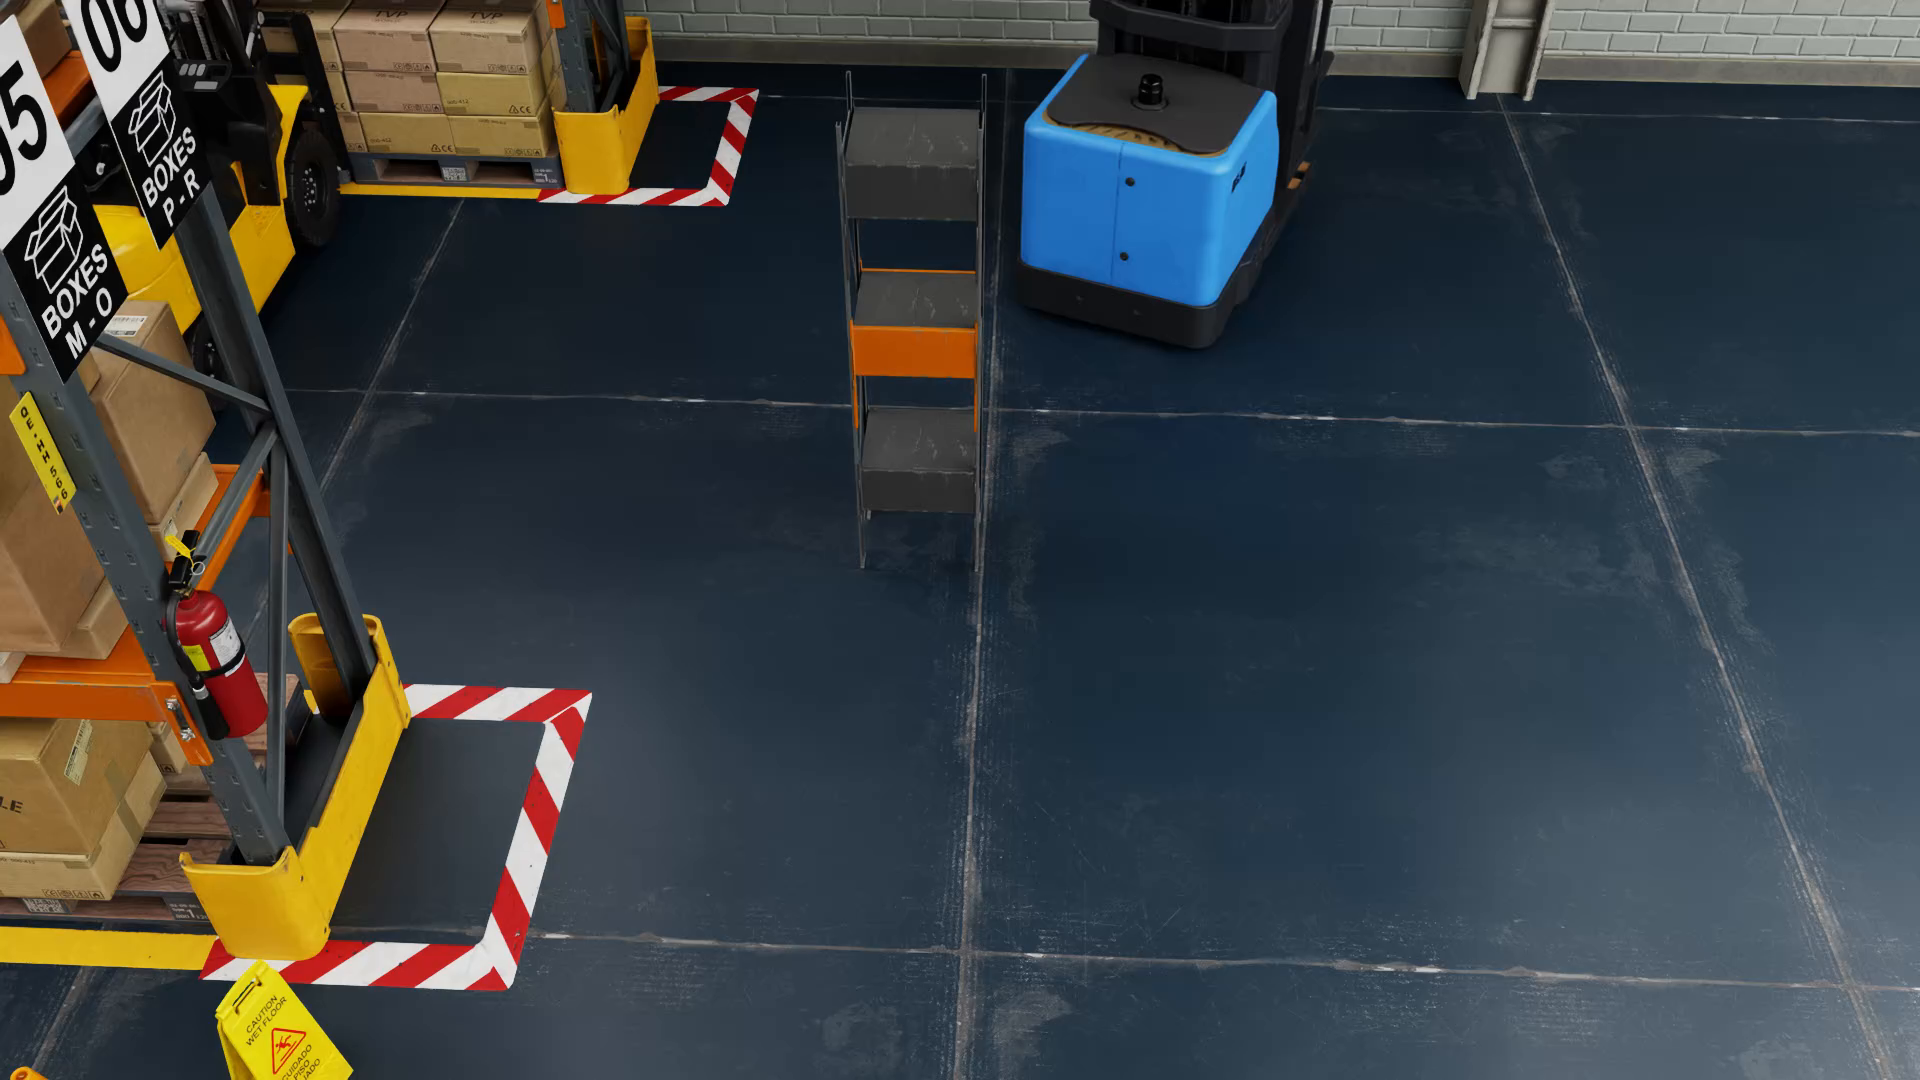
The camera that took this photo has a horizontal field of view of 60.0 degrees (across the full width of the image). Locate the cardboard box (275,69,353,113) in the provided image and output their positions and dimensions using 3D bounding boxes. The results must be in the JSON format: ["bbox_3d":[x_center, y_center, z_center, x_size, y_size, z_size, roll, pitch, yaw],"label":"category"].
[{"bbox_3d":[-3.566,-2.591,9.173,0.500,0.250,0.500,1,43,1],"label":"cardboard box"}]

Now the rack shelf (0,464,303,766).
[{"bbox_3d":[-4.266,0.148,5.419,4.000,0.370,1.077,2,43,2],"label":"rack shelf"}]

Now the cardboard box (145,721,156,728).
[{"bbox_3d":[-3.086,0.310,5.875,0.500,0.500,0.500,0,43,0],"label":"cardboard box"}]

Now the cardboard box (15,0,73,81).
[{"bbox_3d":[-2.585,-1.291,4.419,0.250,0.149,0.380,2,43,2],"label":"cardboard box"}]

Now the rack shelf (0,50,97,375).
[{"bbox_3d":[-4.266,-0.950,4.396,4.000,0.370,1.077,2,43,2],"label":"rack shelf"}]

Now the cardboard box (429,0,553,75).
[{"bbox_3d":[-2.523,-2.750,8.976,0.500,0.250,0.500,3,43,3],"label":"cardboard box"}]

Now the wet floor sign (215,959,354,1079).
[{"bbox_3d":[-2.127,1.542,5.122,0.232,0.644,0.267,16,45,16],"label":"wet floor sign"}]

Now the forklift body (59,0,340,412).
[{"bbox_3d":[-4.025,-1.940,7.754,1.214,2.155,2.313,2,43,2],"label":"forklift body"}]

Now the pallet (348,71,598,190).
[{"bbox_3d":[-2.814,-2.409,9.681,1.213,0.211,1.003,2,43,2],"label":"pallet"}]

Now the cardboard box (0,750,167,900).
[{"bbox_3d":[-3.112,0.956,5.733,0.500,0.250,0.500,2,43,2],"label":"cardboard box"}]

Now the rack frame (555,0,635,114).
[{"bbox_3d":[-2.049,-3.434,8.736,0.127,3.000,1.000,2,43,2],"label":"rack frame"}]

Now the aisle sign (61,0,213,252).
[{"bbox_3d":[-2.193,-1.215,4.446,0.004,0.787,0.394,2,43,2],"label":"aisle sign"}]

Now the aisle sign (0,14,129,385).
[{"bbox_3d":[-2.220,-0.806,4.008,0.004,0.787,0.394,2,43,2],"label":"aisle sign"}]

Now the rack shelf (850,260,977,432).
[{"bbox_3d":[-0.165,-0.763,6.549,0.480,0.518,0.431,2,43,2],"label":"rack shelf"}]

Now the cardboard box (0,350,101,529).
[{"bbox_3d":[-2.789,-0.433,4.489,0.500,0.500,0.700,1,43,1],"label":"cardboard box"}]

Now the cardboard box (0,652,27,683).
[{"bbox_3d":[-2.910,0.240,4.976,0.250,0.149,0.380,1,43,1],"label":"cardboard box"}]

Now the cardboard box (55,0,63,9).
[{"bbox_3d":[-5.065,-2.819,9.052,0.500,0.250,0.500,2,43,2],"label":"cardboard box"}]

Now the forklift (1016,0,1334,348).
[{"bbox_3d":[1.348,-3.024,8.345,1.130,2.935,3.031,17,46,17],"label":"forklift"}]

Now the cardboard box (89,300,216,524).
[{"bbox_3d":[-2.729,-0.403,5.191,0.500,0.500,0.500,1,43,1],"label":"cardboard box"}]

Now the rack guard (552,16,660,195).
[{"bbox_3d":[-2.025,-2.519,9.587,0.348,0.500,1.175,2,43,2],"label":"rack guard"}]

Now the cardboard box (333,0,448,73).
[{"bbox_3d":[-3.033,-2.761,8.989,0.500,0.250,0.500,2,43,3],"label":"cardboard box"}]

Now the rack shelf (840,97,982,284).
[{"bbox_3d":[-0.165,-1.276,6.072,0.480,0.518,0.431,2,43,2],"label":"rack shelf"}]

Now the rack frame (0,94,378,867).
[{"bbox_3d":[-2.268,-0.054,5.108,0.127,3.000,1.000,2,43,2],"label":"rack frame"}]

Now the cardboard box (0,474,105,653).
[{"bbox_3d":[-2.823,-0.029,4.789,0.500,0.500,0.500,1,43,1],"label":"cardboard box"}]

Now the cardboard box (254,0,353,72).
[{"bbox_3d":[-3.538,-2.770,8.998,0.500,0.250,0.500,2,43,2],"label":"cardboard box"}]

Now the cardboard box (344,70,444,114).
[{"bbox_3d":[-3.049,-2.590,9.172,0.500,0.250,0.500,1,43,1],"label":"cardboard box"}]

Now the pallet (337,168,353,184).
[{"bbox_3d":[-4.030,-2.448,9.723,1.213,0.211,1.003,2,43,2],"label":"pallet"}]

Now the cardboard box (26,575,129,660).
[{"bbox_3d":[-2.652,0.172,5.049,0.250,0.149,0.380,3,43,3],"label":"cardboard box"}]

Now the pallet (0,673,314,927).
[{"bbox_3d":[-3.154,0.915,6.113,1.213,0.211,1.003,2,43,2],"label":"pallet"}]

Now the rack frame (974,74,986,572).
[{"bbox_3d":[0.078,-0.766,6.532,0.015,2.100,0.400,2,43,2],"label":"rack frame"}]

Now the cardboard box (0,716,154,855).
[{"bbox_3d":[-3.081,0.677,5.482,0.500,0.500,0.500,2,43,2],"label":"cardboard box"}]

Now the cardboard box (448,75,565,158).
[{"bbox_3d":[-2.532,-2.381,9.315,0.500,0.250,0.500,2,43,2],"label":"cardboard box"}]

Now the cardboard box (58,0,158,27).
[{"bbox_3d":[-4.567,-2.812,9.044,0.500,0.250,0.500,3,43,3],"label":"cardboard box"}]

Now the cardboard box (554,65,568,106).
[{"bbox_3d":[-2.530,-2.730,9.689,0.500,0.250,0.500,2,43,2],"label":"cardboard box"}]

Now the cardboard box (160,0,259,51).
[{"bbox_3d":[-4.043,-2.791,9.021,0.500,0.250,0.500,1,43,1],"label":"cardboard box"}]

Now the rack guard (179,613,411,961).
[{"bbox_3d":[-2.344,0.858,5.962,0.348,0.500,1.175,2,43,2],"label":"rack guard"}]

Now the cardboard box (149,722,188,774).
[{"bbox_3d":[-3.062,0.585,6.130,0.500,0.250,0.500,1,43,2],"label":"cardboard box"}]

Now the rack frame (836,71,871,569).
[{"bbox_3d":[-0.409,-0.781,6.548,0.015,2.100,0.400,2,43,2],"label":"rack frame"}]

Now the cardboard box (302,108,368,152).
[{"bbox_3d":[-3.528,-2.424,9.361,0.500,0.250,0.500,2,43,2],"label":"cardboard box"}]

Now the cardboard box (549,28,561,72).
[{"bbox_3d":[-2.509,-2.921,9.527,0.500,0.250,0.500,2,43,3],"label":"cardboard box"}]

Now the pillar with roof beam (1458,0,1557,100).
[{"bbox_3d":[3.096,-3.149,4.028,0.400,9.000,9.100,2,43,2],"label":"pillar with roof beam"}]

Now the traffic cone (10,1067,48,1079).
[{"bbox_3d":[-2.756,1.739,5.044,0.334,0.463,0.336,2,43,2],"label":"traffic cone"}]

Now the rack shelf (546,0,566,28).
[{"bbox_3d":[-4.047,-3.233,9.047,4.000,0.370,1.077,2,43,2],"label":"rack shelf"}]

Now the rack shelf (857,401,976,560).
[{"bbox_3d":[-0.165,-0.251,7.026,0.480,0.518,0.431,2,43,2],"label":"rack shelf"}]

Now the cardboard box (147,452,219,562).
[{"bbox_3d":[-2.598,-0.114,5.356,0.250,0.149,0.380,2,43,2],"label":"cardboard box"}]

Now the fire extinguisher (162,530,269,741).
[{"bbox_3d":[-2.175,0.291,4.793,0.183,0.674,0.296,2,43,2],"label":"fire extinguisher"}]

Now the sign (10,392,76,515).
[{"bbox_3d":[-2.313,-0.216,4.200,0.005,0.325,0.100,2,43,2],"label":"sign"}]

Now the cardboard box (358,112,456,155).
[{"bbox_3d":[-3.029,-2.403,9.338,0.500,0.250,0.500,2,43,2],"label":"cardboard box"}]

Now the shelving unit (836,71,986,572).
[{"bbox_3d":[-0.165,-0.773,6.540,0.503,2.100,0.431,2,43,2],"label":"shelving unit"}]

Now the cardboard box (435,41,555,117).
[{"bbox_3d":[-2.549,-2.567,9.147,0.500,0.250,0.500,1,43,1],"label":"cardboard box"}]
